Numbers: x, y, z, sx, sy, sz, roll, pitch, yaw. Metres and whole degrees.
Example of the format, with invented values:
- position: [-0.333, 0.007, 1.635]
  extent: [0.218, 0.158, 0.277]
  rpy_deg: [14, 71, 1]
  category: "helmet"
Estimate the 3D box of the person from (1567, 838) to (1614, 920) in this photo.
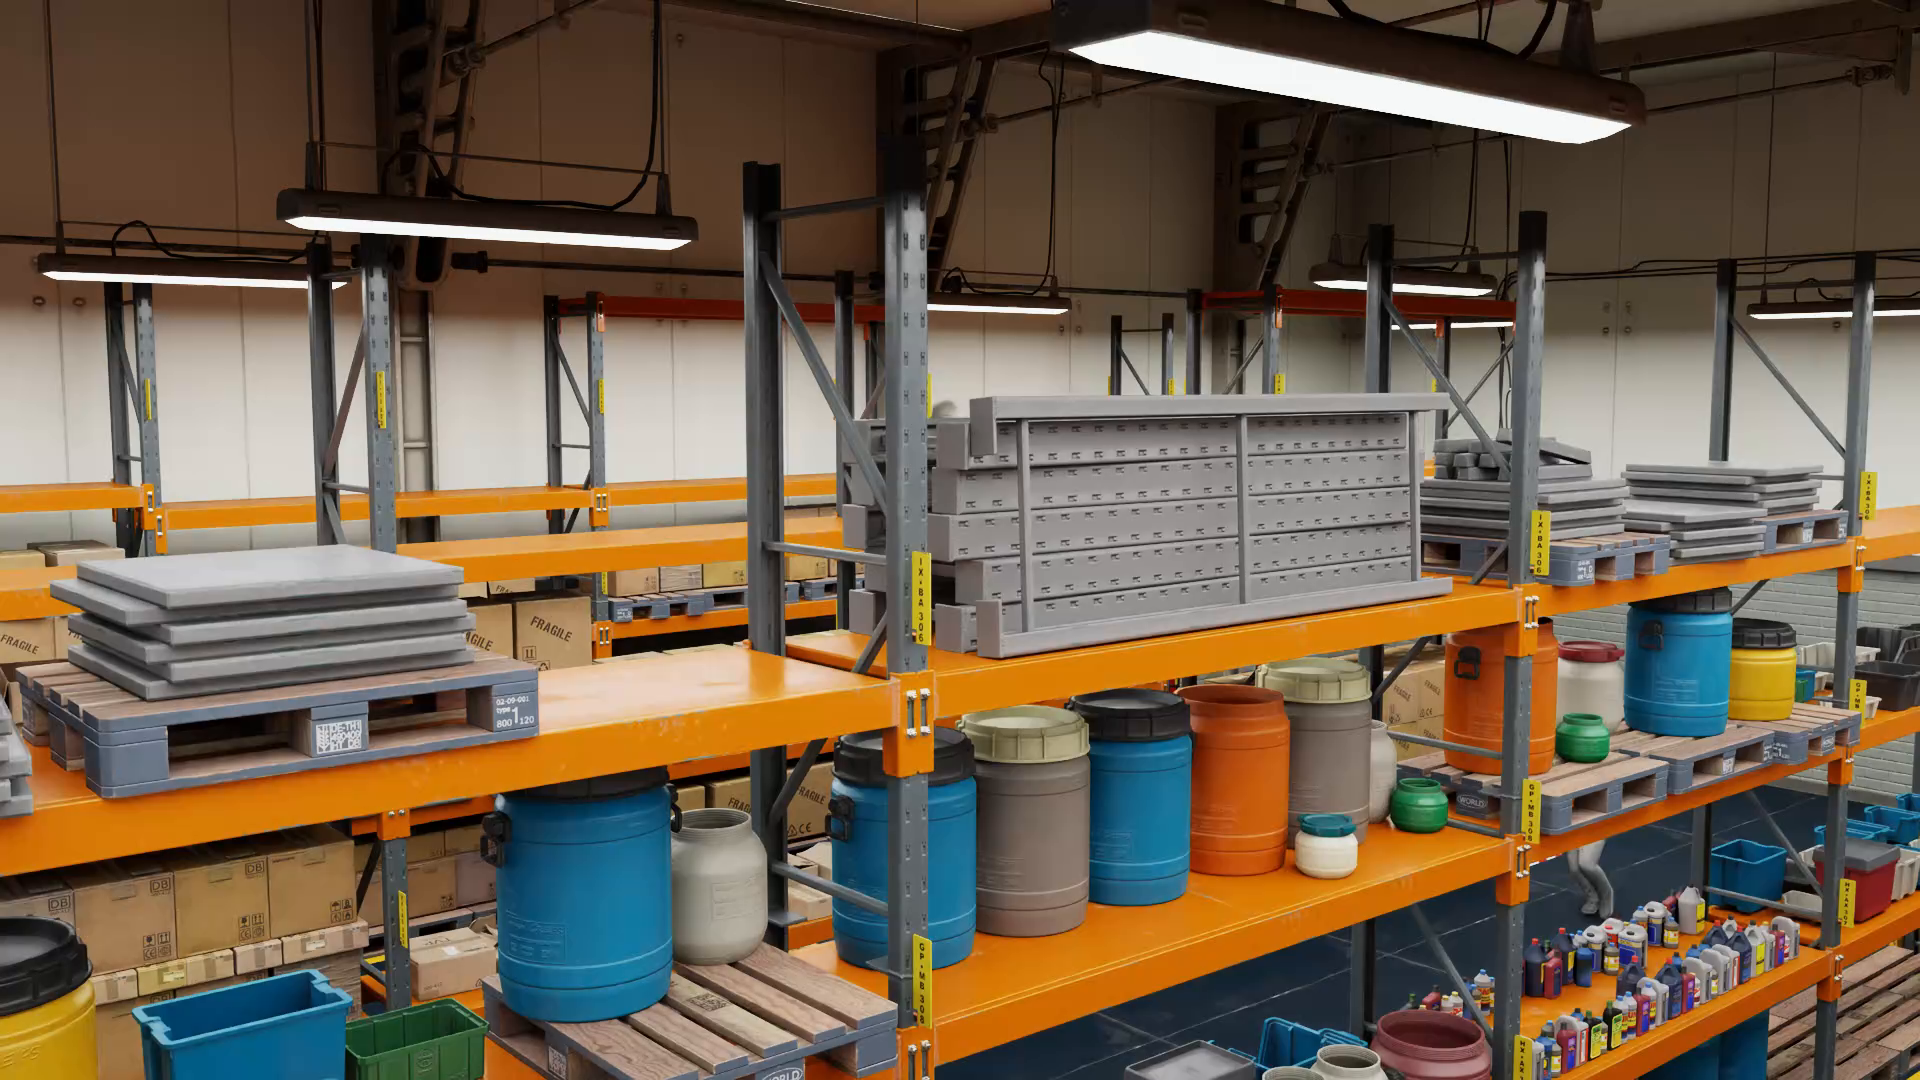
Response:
- position: [6.010, 2.753, 16.039]
  extent: [0.621, 1.745, 0.644]
  rpy_deg: [-4, 7, -38]
  category: "person"
